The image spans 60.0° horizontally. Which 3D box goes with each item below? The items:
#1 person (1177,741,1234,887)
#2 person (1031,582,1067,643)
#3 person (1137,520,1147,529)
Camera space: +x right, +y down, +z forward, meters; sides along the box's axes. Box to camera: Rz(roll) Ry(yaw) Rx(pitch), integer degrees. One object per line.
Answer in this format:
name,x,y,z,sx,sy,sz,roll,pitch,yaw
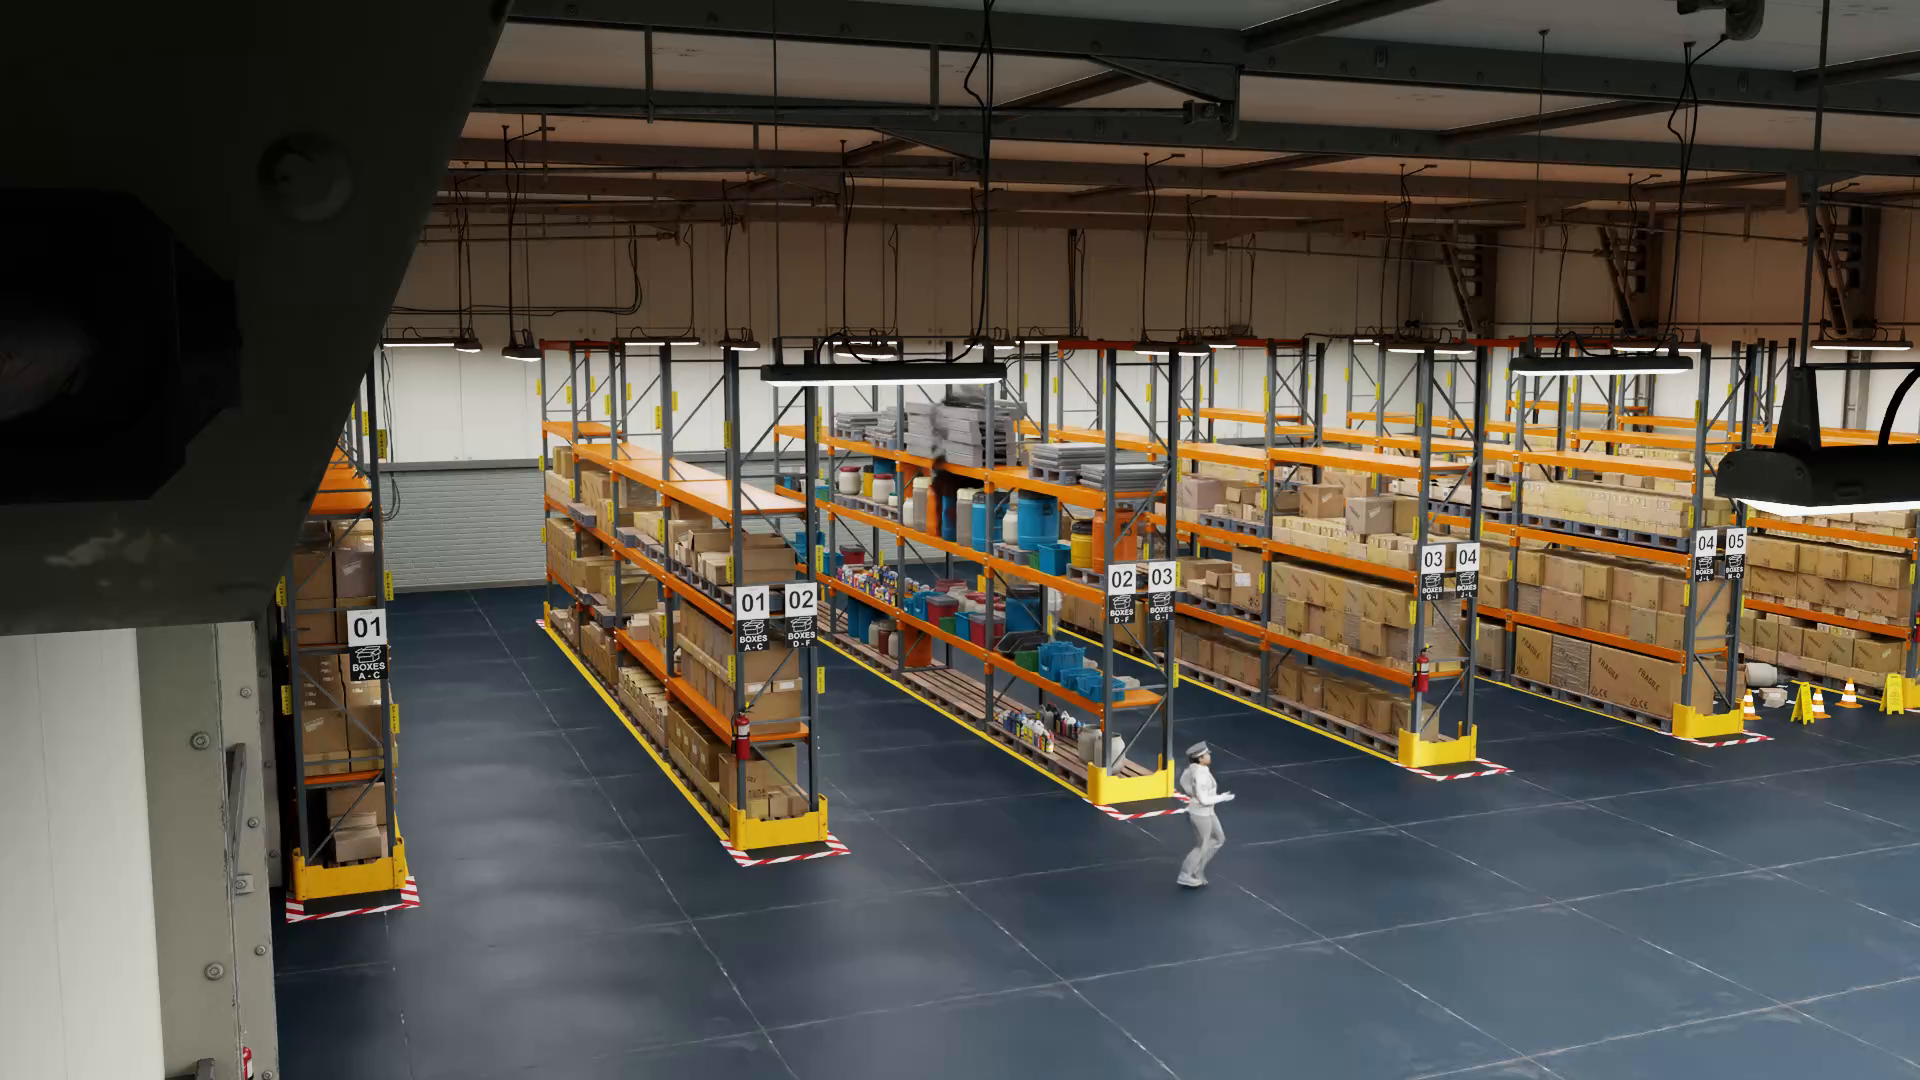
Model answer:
person,2.761,3.082,18.664,0.611,1.695,0.595,1,7,6
person,1.638,1.264,30.091,0.665,1.830,0.873,-4,8,-28
person,4.445,0.144,41.291,0.845,1.755,0.784,-5,9,-35
